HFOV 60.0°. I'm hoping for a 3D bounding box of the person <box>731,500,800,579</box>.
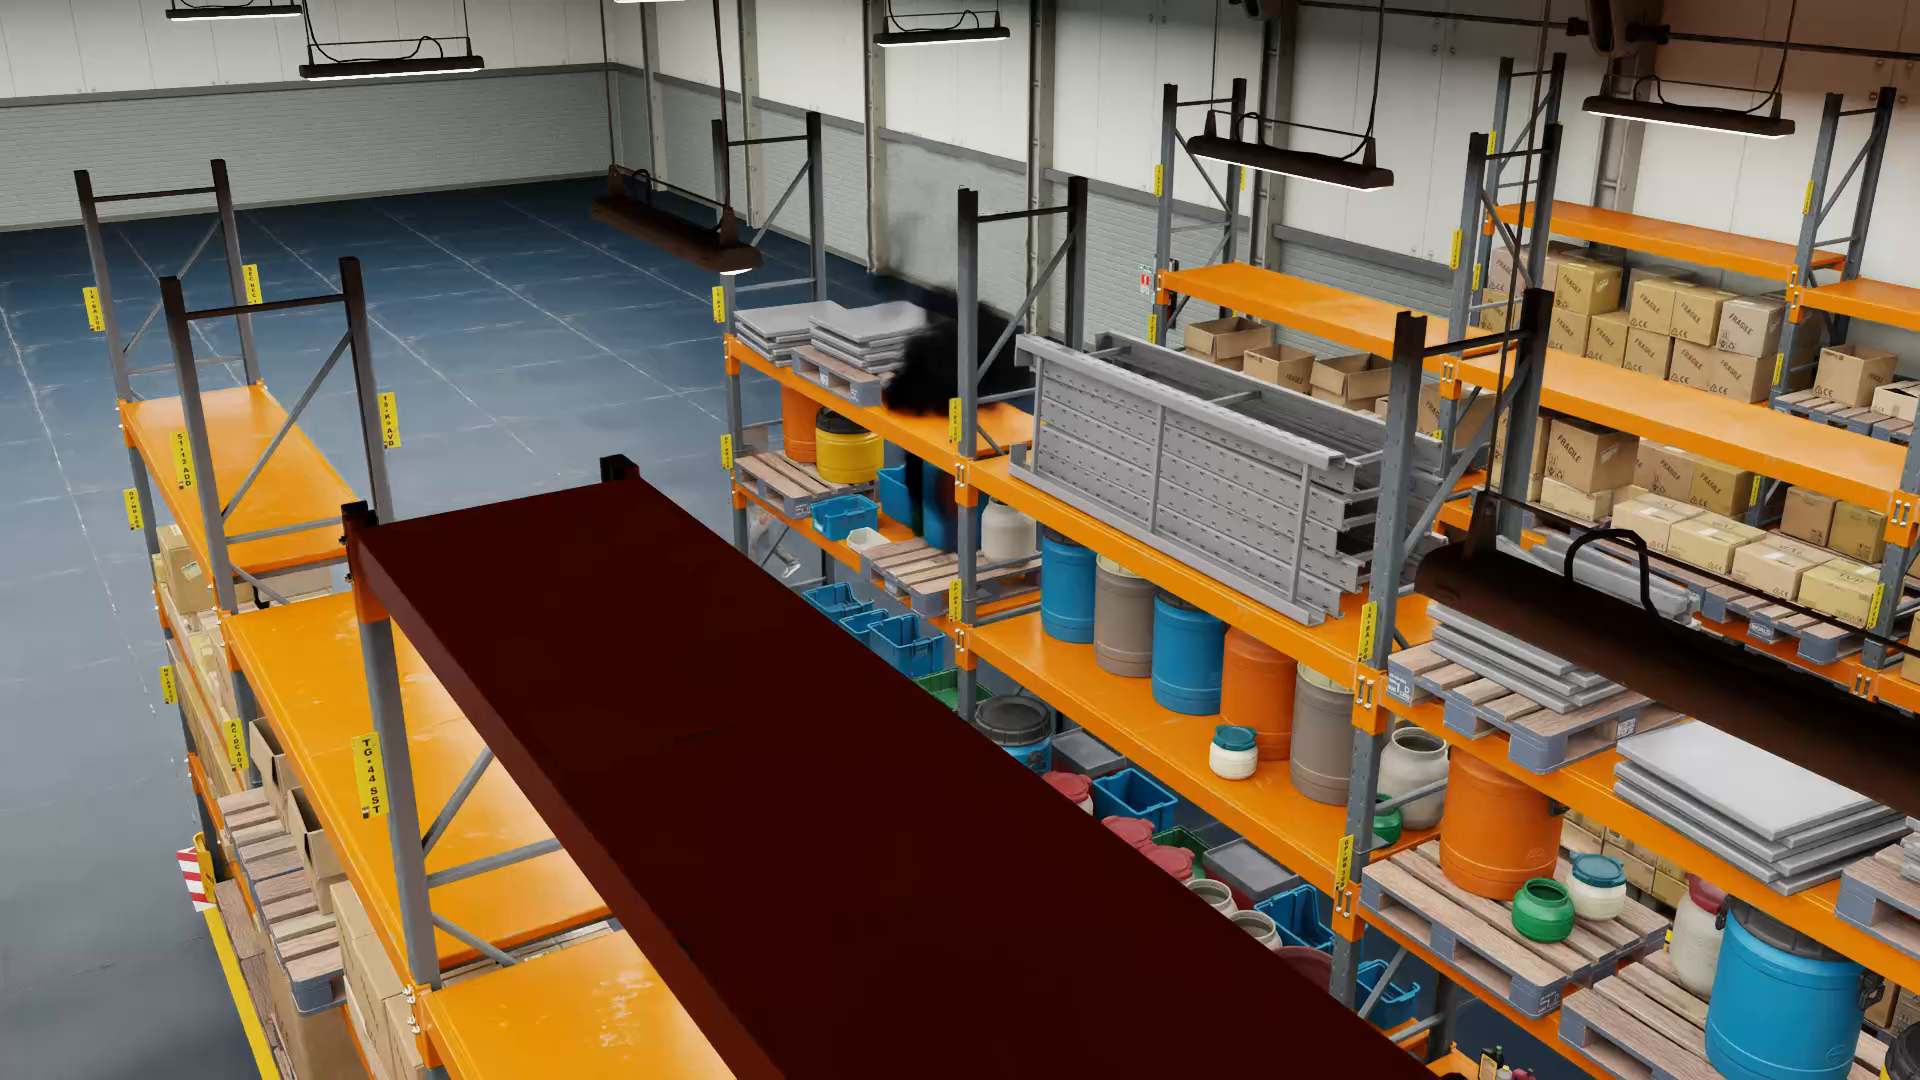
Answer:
[{"bbox_3d":[-2.359,-0.211,19.719,0.848,1.606,0.541,-3,22,-7],"label":"person"}]
